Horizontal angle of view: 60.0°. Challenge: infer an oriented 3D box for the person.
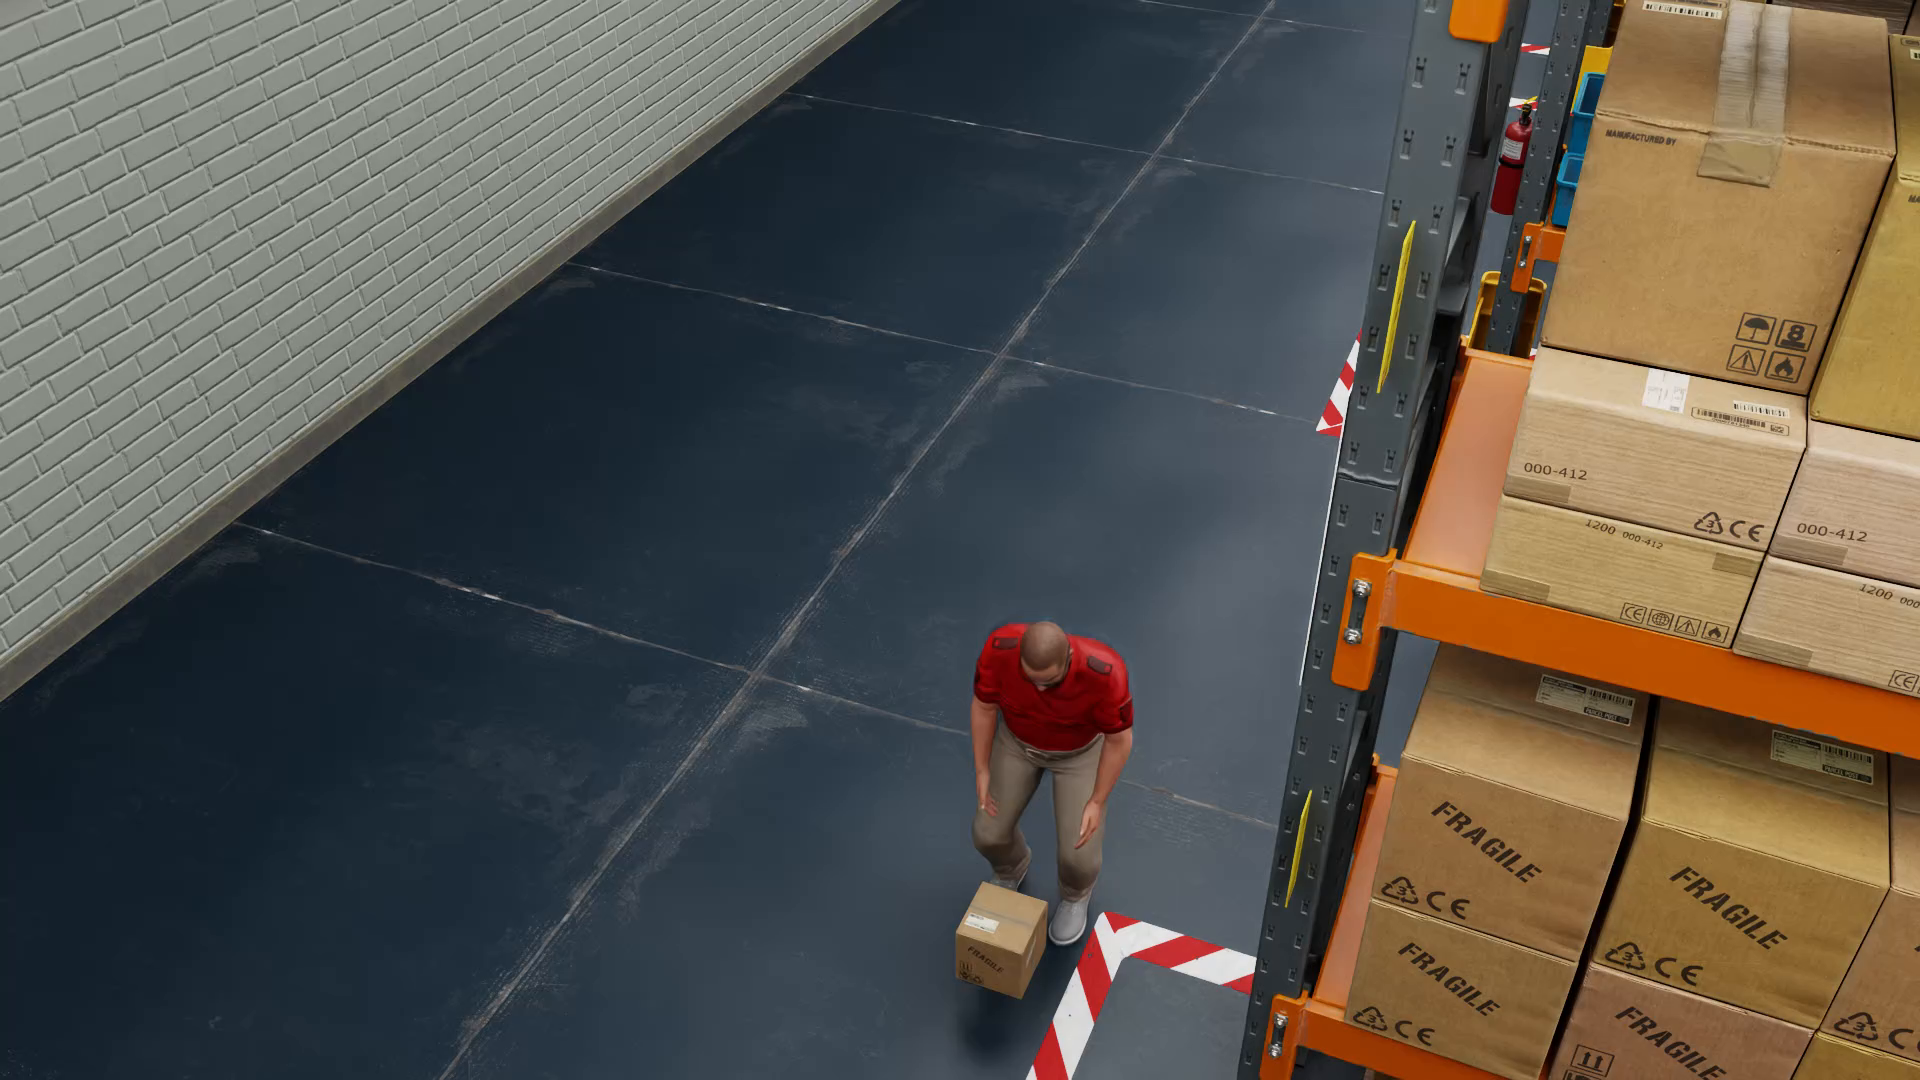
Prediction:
[{"bbox_3d":[0.333,0.762,5.907,0.581,1.482,0.574,13,39,17],"label":"person"}]
